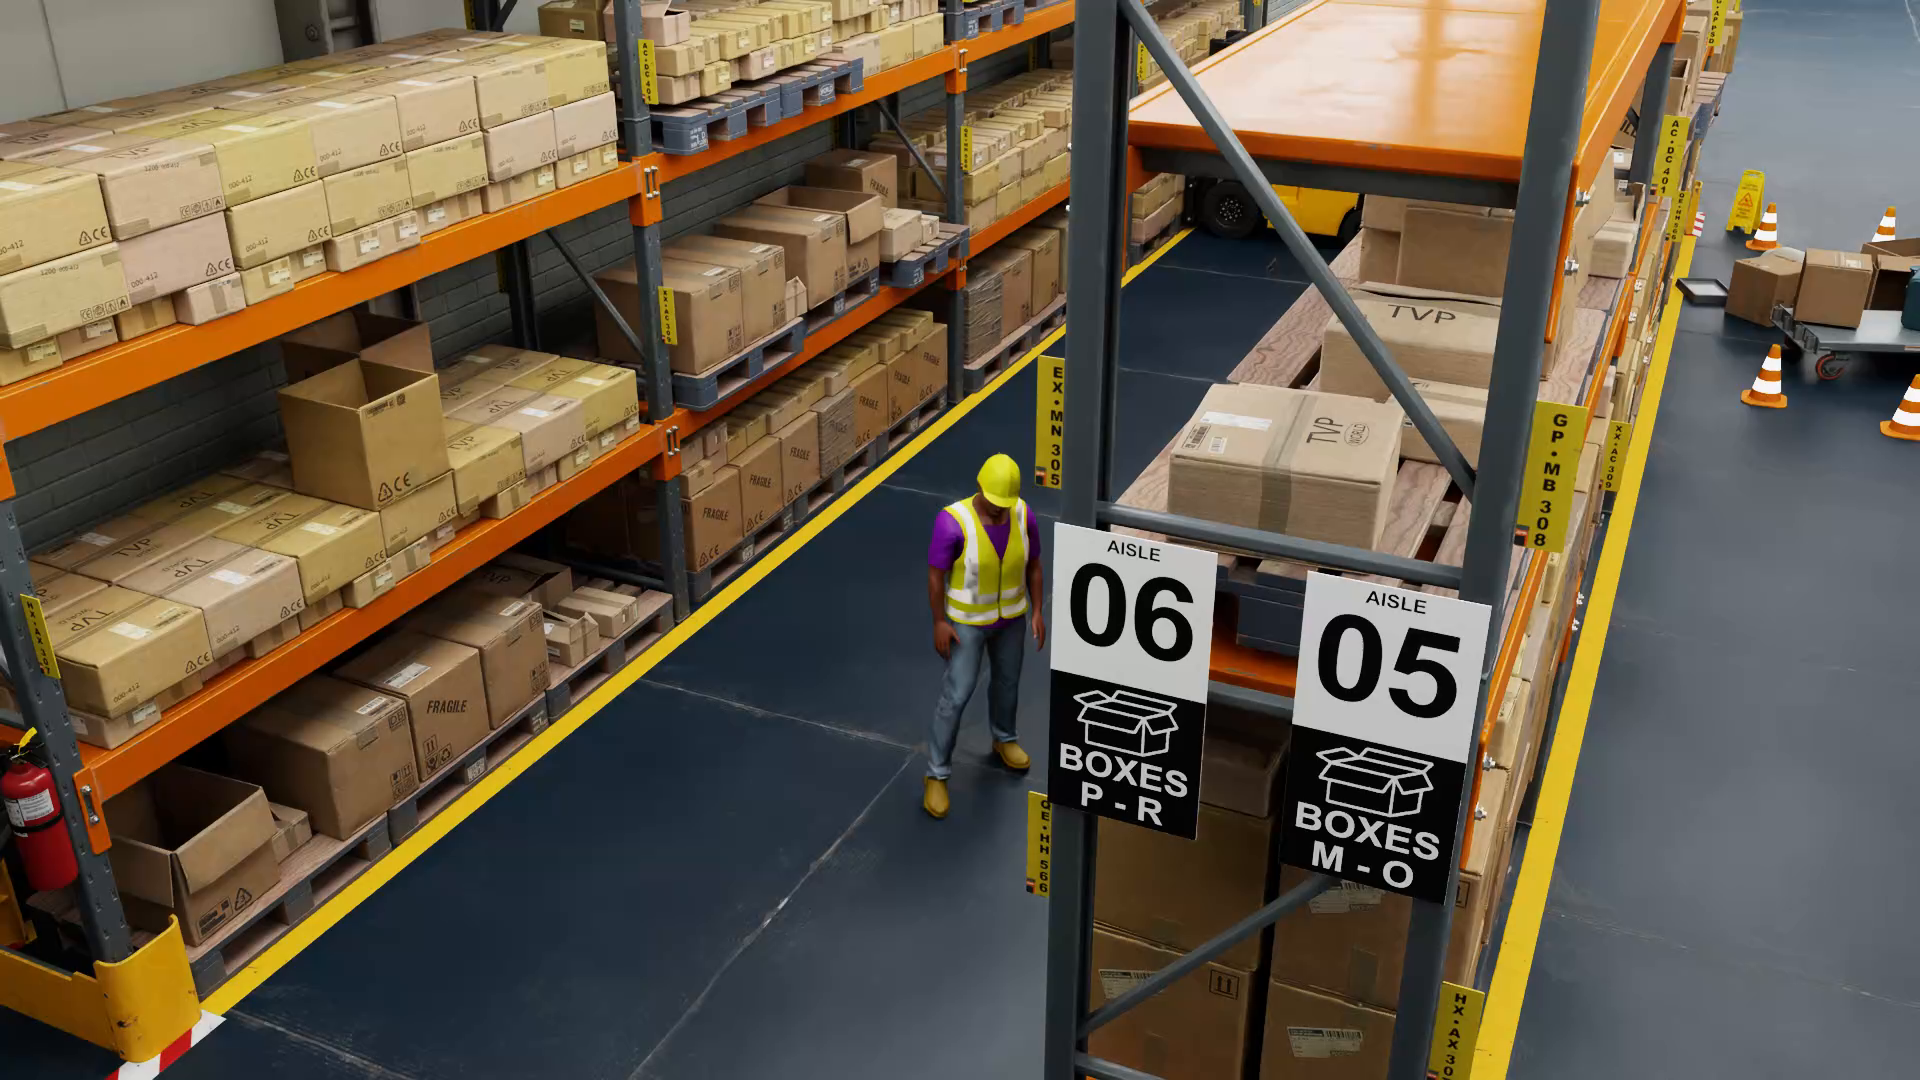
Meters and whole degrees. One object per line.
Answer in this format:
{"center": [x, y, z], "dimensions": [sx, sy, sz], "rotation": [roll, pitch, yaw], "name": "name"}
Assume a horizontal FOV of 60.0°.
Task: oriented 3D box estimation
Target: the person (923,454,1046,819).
{"center": [0.091, 0.427, 8.184], "dimensions": [0.763, 1.762, 0.501], "rotation": [-13, 29, -25], "name": "person"}
